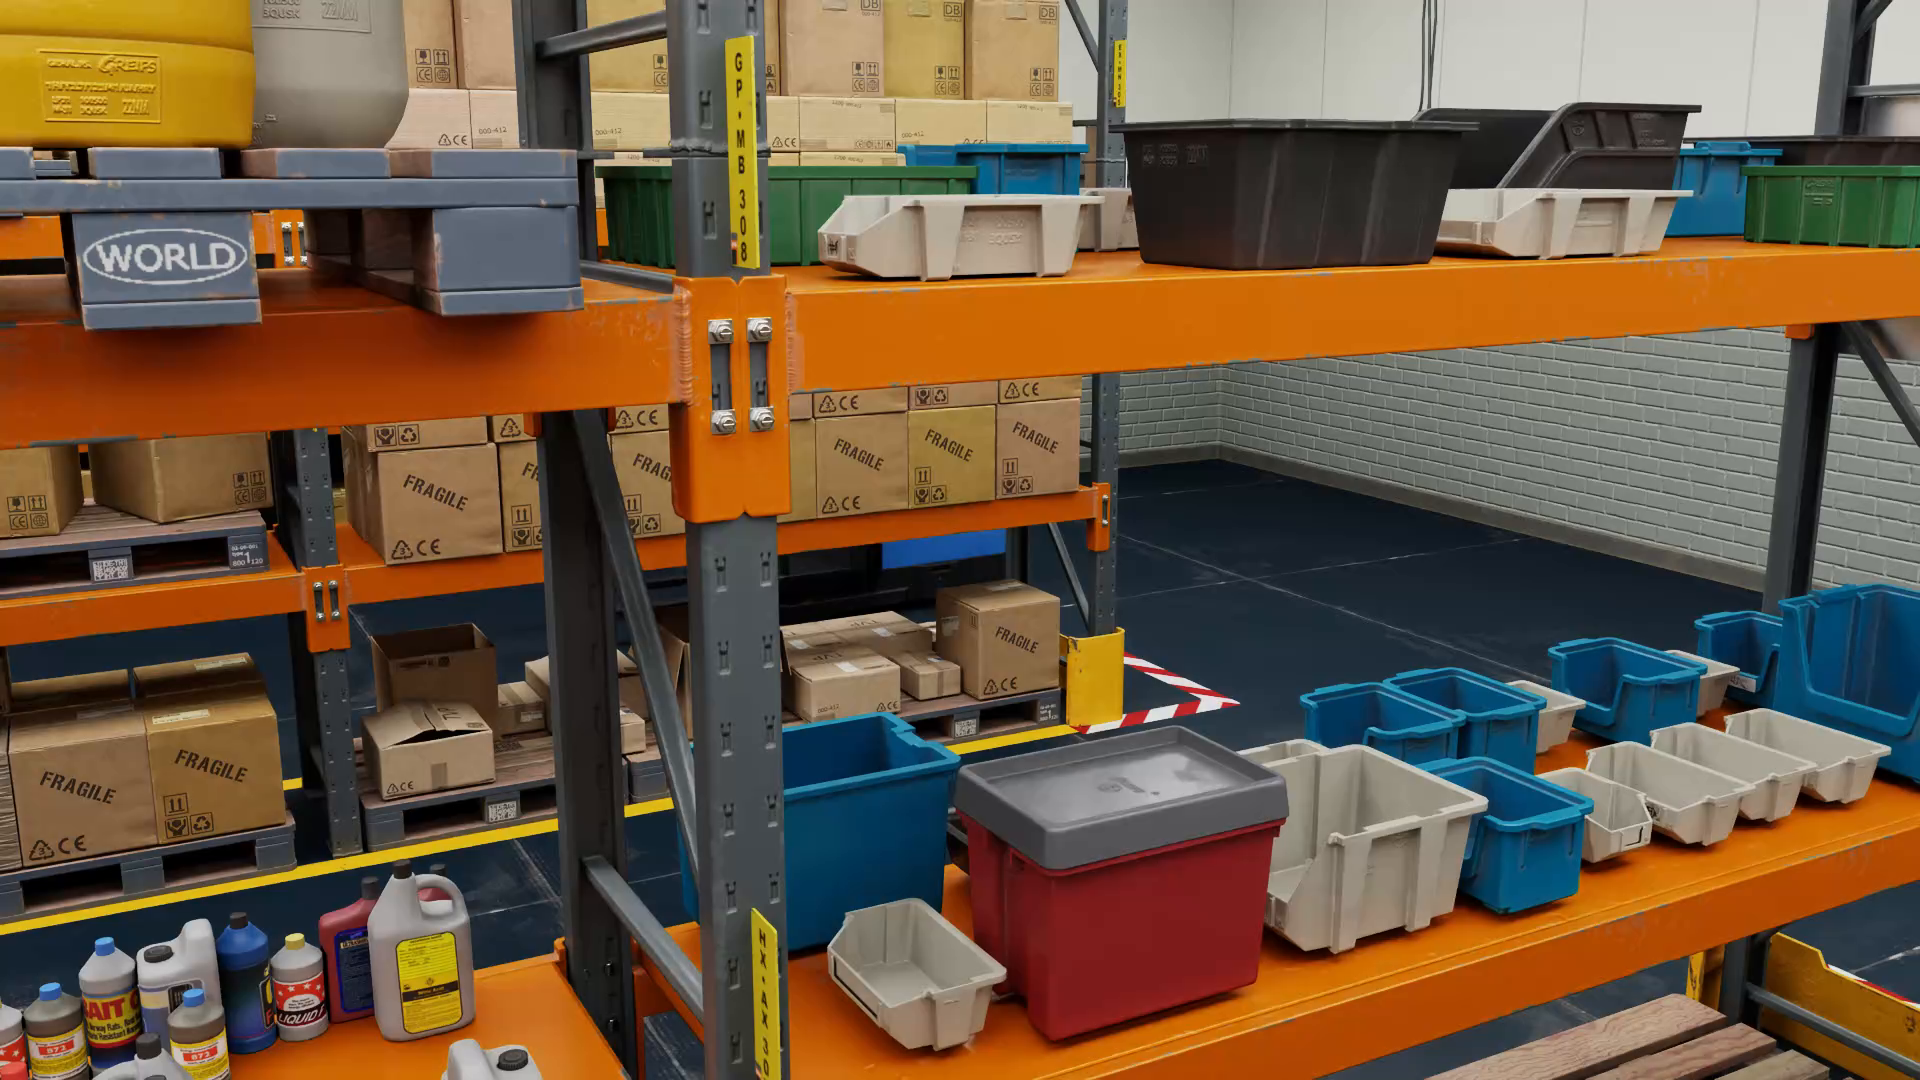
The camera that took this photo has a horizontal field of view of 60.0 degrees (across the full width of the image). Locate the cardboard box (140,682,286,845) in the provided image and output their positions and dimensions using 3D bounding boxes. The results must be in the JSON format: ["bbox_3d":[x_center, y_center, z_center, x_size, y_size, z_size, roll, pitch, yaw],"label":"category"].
[{"bbox_3d":[-3.245,0.957,7.217,0.500,0.500,0.500,-7,14,-28],"label":"cardboard box"}]

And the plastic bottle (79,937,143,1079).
[{"bbox_3d":[-1.604,0.883,3.145,0.097,0.271,0.097,0,13,0],"label":"plastic bottle"}]

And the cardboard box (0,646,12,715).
[{"bbox_3d":[-4.368,0.593,7.125,0.500,0.250,0.500,-7,14,-28],"label":"cardboard box"}]

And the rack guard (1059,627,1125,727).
[{"bbox_3d":[0.495,0.652,9.575,0.348,0.500,1.175,-7,14,-28],"label":"rack guard"}]

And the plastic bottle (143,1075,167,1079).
[{"bbox_3d":[-1.229,0.984,2.519,0.185,0.351,0.144,-7,14,-28],"label":"plastic bottle"}]

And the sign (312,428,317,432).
[{"bbox_3d":[-2.680,-0.613,6.866,0.005,0.325,0.100,-7,14,-28],"label":"sign"}]

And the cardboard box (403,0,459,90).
[{"bbox_3d":[-2.540,-2.214,7.276,0.500,0.500,0.700,-7,14,-28],"label":"cardboard box"}]

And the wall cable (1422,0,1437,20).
[{"bbox_3d":[4.617,-5.411,12.726,0.112,2.526,3.097,-7,14,-28],"label":"wall cable"}]

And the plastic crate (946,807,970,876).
[{"bbox_3d":[0.275,0.735,4.000,0.590,0.125,0.437,-7,14,-28],"label":"plastic crate"}]

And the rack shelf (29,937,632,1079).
[{"bbox_3d":[-2.334,1.361,2.367,4.000,0.370,1.077,-7,14,-28],"label":"rack shelf"}]

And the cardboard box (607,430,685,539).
[{"bbox_3d":[-1.483,-0.312,7.934,0.500,0.500,0.500,-7,14,-28],"label":"cardboard box"}]

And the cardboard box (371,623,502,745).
[{"bbox_3d":[-2.585,0.735,8.202,0.500,0.500,0.500,-7,14,-28],"label":"cardboard box"}]

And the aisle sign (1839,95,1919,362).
[{"bbox_3d":[2.853,-0.954,5.095,0.004,0.787,0.394,-7,14,-28],"label":"aisle sign"}]

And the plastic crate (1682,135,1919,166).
[{"bbox_3d":[2.461,-1.034,4.837,0.590,0.269,0.497,-7,14,-28],"label":"plastic crate"}]

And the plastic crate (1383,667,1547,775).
[{"bbox_3d":[1.402,0.533,4.656,0.300,0.233,0.416,-7,14,-28],"label":"plastic crate"}]

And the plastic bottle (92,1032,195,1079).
[{"bbox_3d":[-1.298,0.956,2.642,0.185,0.351,0.144,-7,14,-28],"label":"plastic bottle"}]

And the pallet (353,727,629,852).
[{"bbox_3d":[-2.346,1.133,8.093,1.213,0.211,1.003,-7,14,-28],"label":"pallet"}]

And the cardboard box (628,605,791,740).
[{"bbox_3d":[-1.302,0.650,8.575,0.637,0.503,0.797,-7,14,-28],"label":"cardboard box"}]

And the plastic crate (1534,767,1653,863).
[{"bbox_3d":[1.558,0.696,4.151,0.250,0.136,0.298,-7,14,-28],"label":"plastic crate"}]

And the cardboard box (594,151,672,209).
[{"bbox_3d":[-1.523,-1.653,7.632,0.500,0.250,0.500,-7,14,-28],"label":"cardboard box"}]

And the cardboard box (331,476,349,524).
[{"bbox_3d":[-4.620,-0.154,12.197,0.500,0.500,0.700,-7,14,-27],"label":"cardboard box"}]

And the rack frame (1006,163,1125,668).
[{"bbox_3d":[0.562,-0.576,9.336,0.127,3.000,1.000,-7,14,-28],"label":"rack frame"}]

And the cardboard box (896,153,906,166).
[{"bbox_3d":[-0.207,-1.811,8.333,0.500,0.250,0.500,-7,14,-28],"label":"cardboard box"}]

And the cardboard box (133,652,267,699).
[{"bbox_3d":[-3.490,0.854,7.675,0.500,0.500,0.500,-8,15,-30],"label":"cardboard box"}]

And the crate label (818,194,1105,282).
[{"bbox_3d":[-0.011,-0.531,2.904,0.466,0.136,0.293,-7,14,-28],"label":"crate label"}]

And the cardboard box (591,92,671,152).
[{"bbox_3d":[-1.520,-1.896,7.572,0.500,0.250,0.500,-7,14,-28],"label":"cardboard box"}]

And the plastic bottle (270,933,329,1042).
[{"bbox_3d":[-1.315,0.883,3.307,0.097,0.201,0.097,0,13,0],"label":"plastic bottle"}]

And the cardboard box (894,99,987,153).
[{"bbox_3d":[-0.205,-2.054,8.276,0.500,0.250,0.500,-7,14,-28],"label":"cardboard box"}]

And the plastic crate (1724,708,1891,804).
[{"bbox_3d":[2.303,0.599,4.579,0.243,0.136,0.396,-7,14,-28],"label":"plastic crate"}]

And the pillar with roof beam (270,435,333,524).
[{"bbox_3d":[-3.063,-3.447,8.429,0.400,9.000,9.100,-7,14,-28],"label":"pillar with roof beam"}]

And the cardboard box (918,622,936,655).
[{"bbox_3d":[-0.190,0.596,9.581,0.250,0.166,0.380,-7,14,-28],"label":"cardboard box"}]

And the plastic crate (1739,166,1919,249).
[{"bbox_3d":[2.203,-0.822,4.081,0.336,0.188,0.450,-7,14,-28],"label":"plastic crate"}]

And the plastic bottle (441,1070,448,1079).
[{"bbox_3d":[-0.846,0.978,2.882,0.097,0.201,0.097,0,13,0],"label":"plastic bottle"}]

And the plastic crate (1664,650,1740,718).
[{"bbox_3d":[2.237,0.459,5.203,0.298,0.136,0.250,-7,14,-28],"label":"plastic crate"}]

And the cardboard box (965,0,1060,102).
[{"bbox_3d":[0.119,-2.519,8.632,0.500,0.500,0.700,-7,14,-28],"label":"cardboard box"}]

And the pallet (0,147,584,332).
[{"bbox_3d":[-1.220,-0.470,2.464,1.003,0.211,1.213,-7,14,-28],"label":"pallet"}]

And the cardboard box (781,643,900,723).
[{"bbox_3d":[-0.645,0.750,8.706,0.500,0.250,0.500,-7,14,-28],"label":"cardboard box"}]

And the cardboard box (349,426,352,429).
[{"bbox_3d":[-2.629,-0.795,7.804,0.500,0.500,0.500,-7,14,-28],"label":"cardboard box"}]

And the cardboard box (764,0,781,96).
[{"bbox_3d":[-1.232,-2.375,7.992,0.500,0.500,0.700,-7,14,-28],"label":"cardboard box"}]

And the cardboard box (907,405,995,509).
[{"bbox_3d":[-0.154,-0.470,8.637,0.500,0.500,0.500,-7,14,-27],"label":"cardboard box"}]

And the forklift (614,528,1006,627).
[{"bbox_3d":[-1.177,-0.973,11.259,3.031,2.935,1.130,-7,15,-30],"label":"forklift"}]

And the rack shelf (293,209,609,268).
[{"bbox_3d":[-1.193,-1.478,8.151,4.000,0.370,1.077,-7,14,-28],"label":"rack shelf"}]

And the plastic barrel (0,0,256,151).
[{"bbox_3d":[-1.283,-0.825,2.227,0.600,0.588,0.600,0,13,0],"label":"plastic barrel"}]

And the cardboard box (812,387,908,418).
[{"bbox_3d":[-0.593,-0.904,8.289,0.500,0.500,0.500,-6,14,-26],"label":"cardboard box"}]

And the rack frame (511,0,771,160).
[{"bbox_3d":[-0.579,-2.127,2.564,0.127,3.000,1.000,-7,14,-28],"label":"rack frame"}]

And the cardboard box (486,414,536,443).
[{"bbox_3d":[-1.948,-0.741,7.567,0.500,0.500,0.500,-7,15,-30],"label":"cardboard box"}]

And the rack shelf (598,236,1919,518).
[{"bbox_3d":[1.177,-0.523,3.908,4.000,0.370,1.077,-7,14,-28],"label":"rack shelf"}]

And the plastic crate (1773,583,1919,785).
[{"bbox_3d":[2.728,0.404,4.766,0.499,0.435,0.616,-7,14,-28],"label":"plastic crate"}]

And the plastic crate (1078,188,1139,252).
[{"bbox_3d":[0.355,-0.742,3.843,0.466,0.136,0.293,-7,14,-28],"label":"plastic crate"}]
